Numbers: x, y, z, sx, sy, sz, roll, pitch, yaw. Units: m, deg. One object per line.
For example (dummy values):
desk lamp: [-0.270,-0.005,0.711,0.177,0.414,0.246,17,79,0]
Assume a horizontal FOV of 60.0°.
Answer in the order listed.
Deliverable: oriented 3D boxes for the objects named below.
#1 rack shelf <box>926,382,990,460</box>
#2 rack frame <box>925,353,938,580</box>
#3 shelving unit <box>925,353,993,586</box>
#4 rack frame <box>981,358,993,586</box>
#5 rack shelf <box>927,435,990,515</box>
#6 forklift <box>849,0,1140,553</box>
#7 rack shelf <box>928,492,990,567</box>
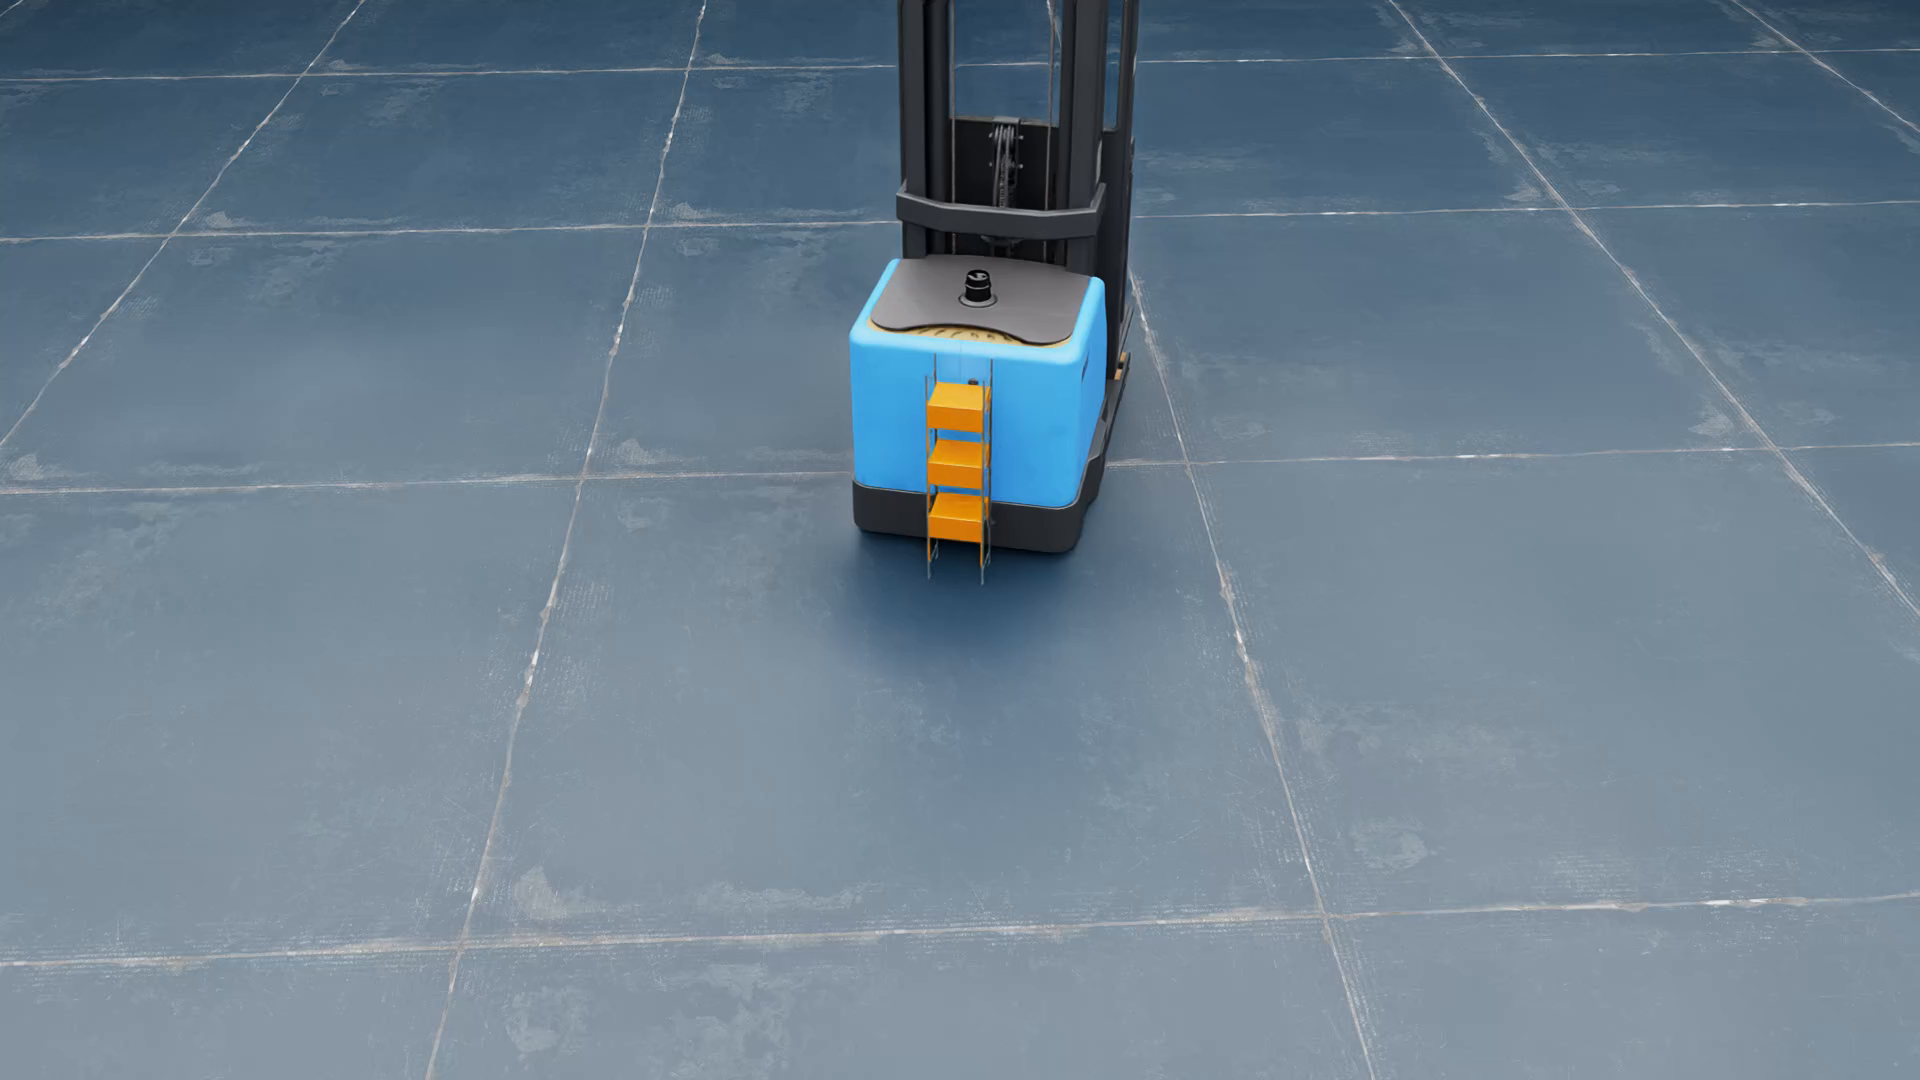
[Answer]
rack shelf: [-0.003,-0.518,7.096,0.240,0.259,0.215,6,35,9]
rack frame: [-0.123,-0.307,7.271,0.008,1.050,0.200,6,35,9]
shelving unit: [-0.003,-0.294,7.252,0.252,1.050,0.215,6,35,9]
rack frame: [0.117,-0.280,7.233,0.008,1.050,0.200,6,35,9]
rack shelf: [-0.003,-0.285,7.258,0.240,0.259,0.215,6,35,9]
forklift: [0.309,-1.981,8.036,1.130,2.935,3.031,7,35,10]
rack shelf: [-0.003,-0.056,7.416,0.240,0.259,0.215,6,35,9]
